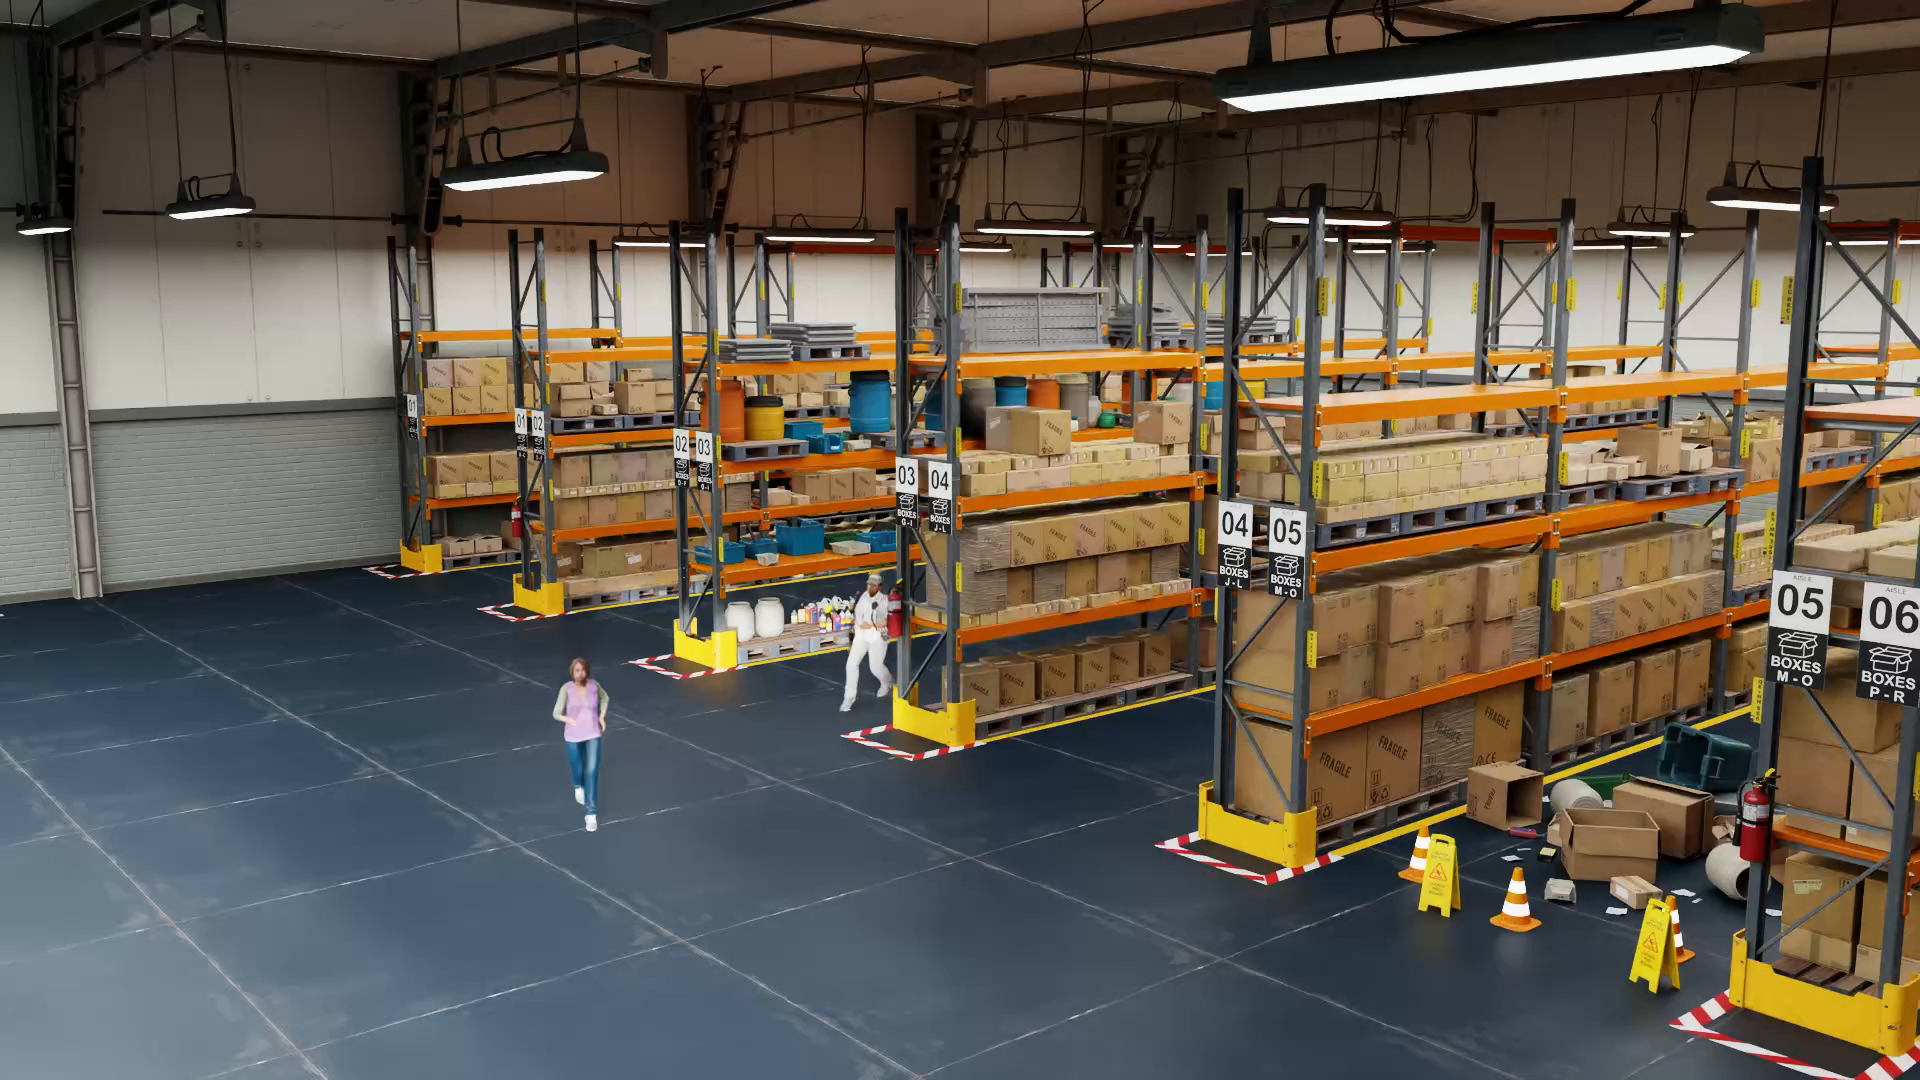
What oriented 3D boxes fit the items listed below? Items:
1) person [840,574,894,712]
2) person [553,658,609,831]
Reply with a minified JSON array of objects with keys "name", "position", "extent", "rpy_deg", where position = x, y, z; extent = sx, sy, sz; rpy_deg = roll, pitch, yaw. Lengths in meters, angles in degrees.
[{"name":"person","position":[-1.054,1.229,20.423],"extent":[0.626,1.675,0.906],"rpy_deg":[5,10,31]},{"name":"person","position":[-3.640,1.915,16.035],"extent":[0.540,1.597,0.879],"rpy_deg":[-2,9,-16]}]
